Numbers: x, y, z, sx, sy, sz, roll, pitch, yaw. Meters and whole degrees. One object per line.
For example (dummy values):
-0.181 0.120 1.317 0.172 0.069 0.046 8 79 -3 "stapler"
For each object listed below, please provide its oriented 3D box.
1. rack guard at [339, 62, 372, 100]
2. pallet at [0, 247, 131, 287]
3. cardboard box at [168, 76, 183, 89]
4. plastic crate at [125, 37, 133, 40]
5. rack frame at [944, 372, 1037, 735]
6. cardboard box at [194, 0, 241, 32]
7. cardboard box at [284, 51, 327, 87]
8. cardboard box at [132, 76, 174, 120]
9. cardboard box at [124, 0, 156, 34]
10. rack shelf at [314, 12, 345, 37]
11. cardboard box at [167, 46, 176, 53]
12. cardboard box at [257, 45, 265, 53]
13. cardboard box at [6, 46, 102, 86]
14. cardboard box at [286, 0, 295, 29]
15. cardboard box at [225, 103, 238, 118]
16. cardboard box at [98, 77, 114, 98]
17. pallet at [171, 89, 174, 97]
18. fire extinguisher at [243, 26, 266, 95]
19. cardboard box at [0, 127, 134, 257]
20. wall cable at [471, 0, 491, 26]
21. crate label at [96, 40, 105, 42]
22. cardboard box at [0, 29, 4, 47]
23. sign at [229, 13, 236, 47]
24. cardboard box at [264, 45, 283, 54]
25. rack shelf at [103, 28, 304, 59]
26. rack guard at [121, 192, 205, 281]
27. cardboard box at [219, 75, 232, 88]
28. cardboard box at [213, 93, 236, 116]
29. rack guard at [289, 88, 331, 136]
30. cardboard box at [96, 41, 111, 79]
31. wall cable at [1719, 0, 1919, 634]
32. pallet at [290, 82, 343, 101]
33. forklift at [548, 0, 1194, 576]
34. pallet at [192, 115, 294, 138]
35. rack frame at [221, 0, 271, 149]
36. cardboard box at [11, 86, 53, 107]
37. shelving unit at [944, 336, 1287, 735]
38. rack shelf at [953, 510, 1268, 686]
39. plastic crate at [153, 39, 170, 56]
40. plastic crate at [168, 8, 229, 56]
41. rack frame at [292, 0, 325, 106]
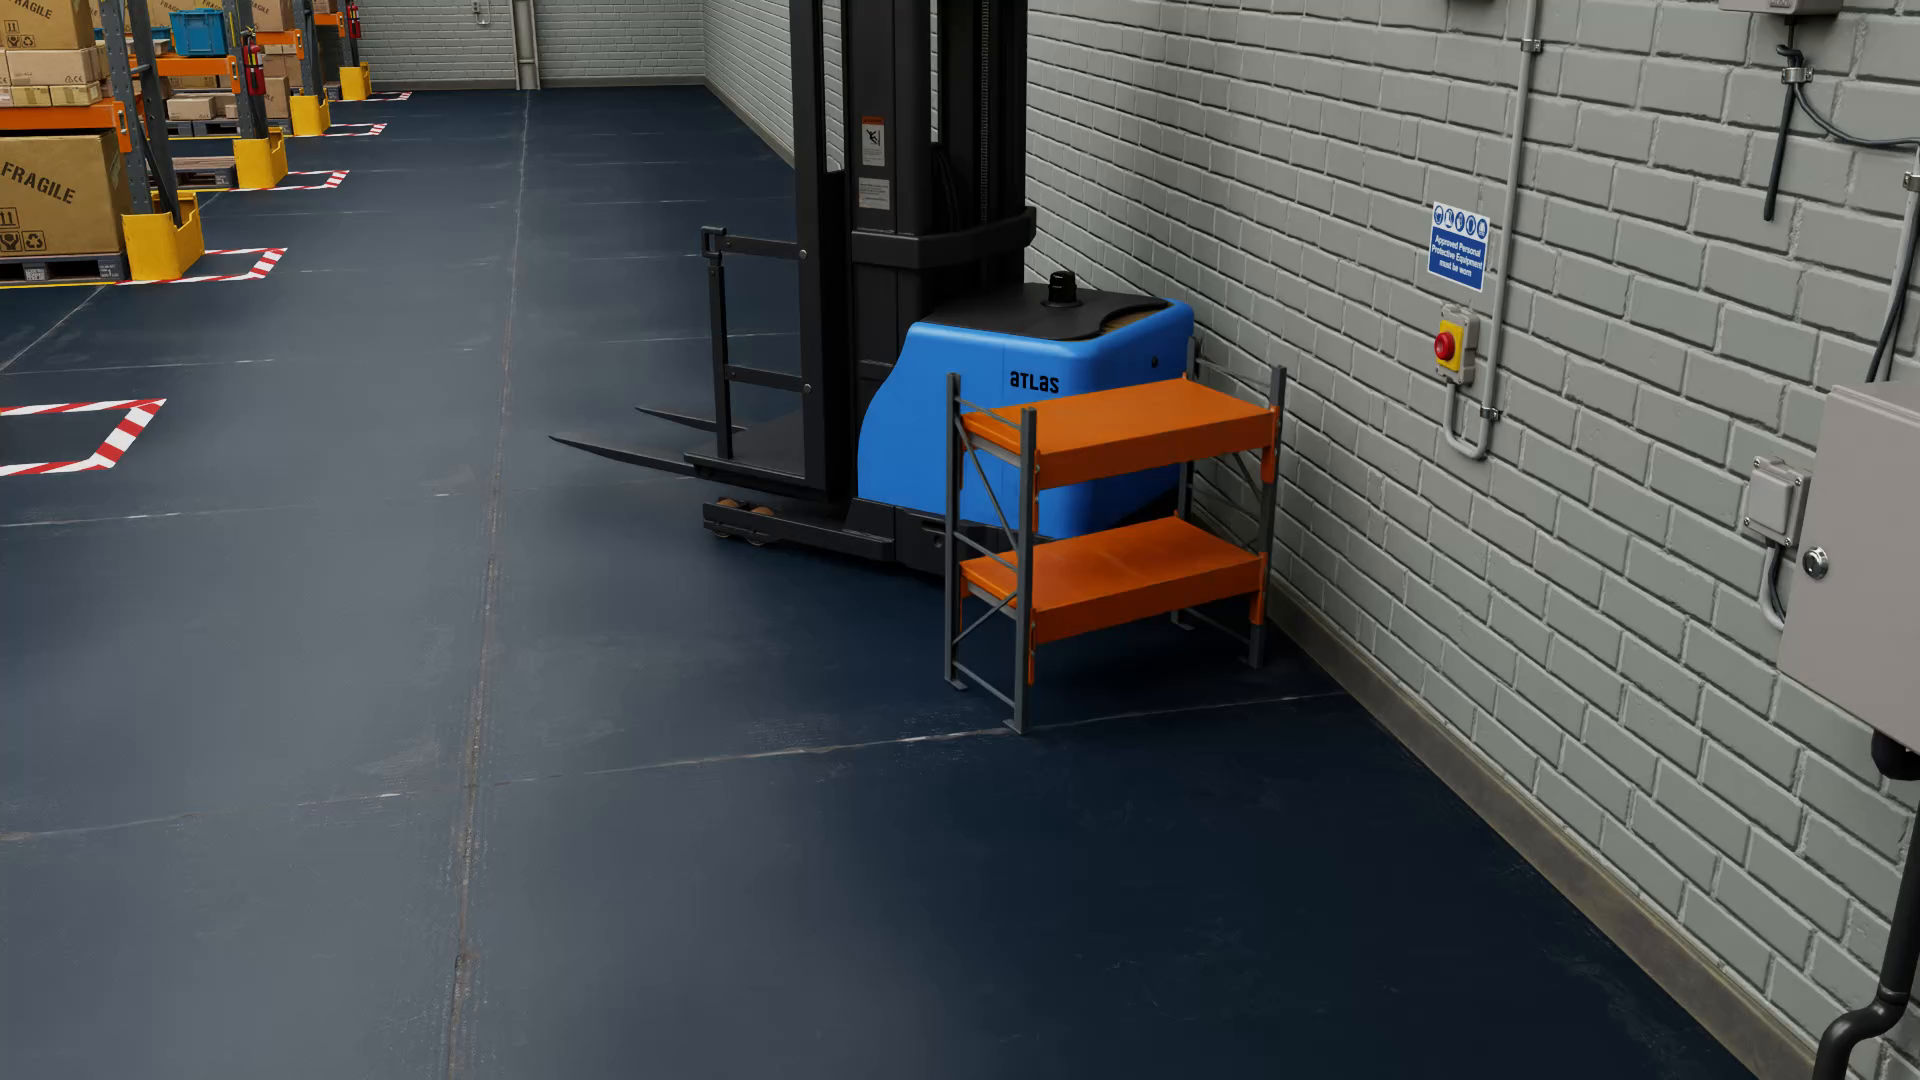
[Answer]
-9.726 -7.393 26.770 0.348 0.500 1.175 -5 21 -12 "rack guard"
-7.090 -2.192 12.991 1.213 0.211 1.003 -5 21 -12 "pallet"
-12.401 -7.335 26.002 0.500 0.500 0.700 -5 21 -13 "cardboard box"
-8.777 -5.192 17.424 0.298 0.136 0.250 -5 21 -12 "plastic crate"
0.092 0.045 5.540 0.032 1.125 0.500 -12 24 -29 "rack frame"
-9.483 -6.785 21.331 0.500 0.500 0.500 -4 21 -12 "cardboard box"
-10.407 -7.499 26.450 0.500 0.500 0.700 -5 21 -12 "cardboard box"
-10.671 -5.775 21.709 0.637 0.503 0.797 -5 21 -12 "cardboard box"
-10.460 -6.708 21.119 0.500 0.500 0.500 -5 21 -13 "cardboard box"
-11.696 -8.069 26.026 4.000 0.370 1.077 -5 21 -12 "rack shelf"
-12.309 -7.720 26.108 0.250 0.149 0.380 -5 21 -14 "cardboard box"
-11.068 -7.821 26.384 0.250 0.149 0.380 -4 21 -12 "cardboard box"
-6.740 -3.533 12.383 0.500 0.250 0.500 -5 21 -13 "cardboard box"
-9.098 -7.007 21.937 0.500 0.500 0.500 -4 21 -11 "cardboard box"
-9.493 -5.656 21.873 0.250 0.166 0.380 -5 21 -12 "cardboard box"
-6.751 -3.555 13.024 0.250 0.149 0.380 -4 21 -12 "cardboard box"
-12.884 -6.973 26.043 1.213 0.211 1.003 -5 21 -12 "pallet"
-7.218 -4.897 16.977 0.183 0.674 0.296 -5 21 -12 "fire extinguisher"
-6.934 -2.713 12.838 0.875 0.875 0.875 -5 21 -12 "cardboard box"
-8.721 -9.460 27.301 1.851 1.984 0.084 -5 21 -12 "wall cable"
-8.772 -4.979 16.843 0.243 0.136 0.396 -5 21 -12 "crate label"
-7.346 -4.025 12.637 0.500 0.500 0.500 -5 21 -14 "cardboard box"
-7.327 -5.142 16.755 0.005 0.325 0.100 -5 21 -12 "sign"
-10.739 -7.712 26.088 0.250 0.149 0.380 -4 21 -11 "cardboard box"
-10.552 -6.411 21.501 4.000 0.370 1.077 -5 21 -12 "rack shelf"
-6.306 -2.419 13.191 0.348 0.500 1.175 -5 21 -12 "rack guard"
-11.384 -7.420 26.232 0.500 0.500 0.700 -5 21 -14 "cardboard box"
-9.687 -5.835 22.240 0.500 0.250 0.500 -5 21 -12 "cardboard box"
-8.680 -5.727 22.223 0.348 0.500 1.175 -5 21 -12 "rack guard"
-6.859 -3.712 12.874 0.500 0.250 0.500 -5 21 -14 "cardboard box"
1.770 -0.731 3.472 0.122 1.984 0.588 -5 21 -12 "wall cable"
-10.509 -7.166 26.570 1.213 0.211 1.003 -5 21 -12 "pallet"
-0.534 -1.492 7.125 3.031 2.935 1.130 12 23 30 "forklift"
-9.455 -5.528 22.099 1.213 0.211 1.003 -5 21 -12 "pallet"
-7.470 -5.249 17.282 0.127 3.000 1.000 -5 21 -12 "rack frame"
-6.853 -3.313 12.364 0.250 0.149 0.380 -4 21 -12 "cardboard box"
0.527 -0.045 5.786 1.048 1.125 0.538 -12 24 -29 "shelving unit"
0.525 0.183 5.874 1.000 0.278 0.538 -12 24 -29 "rack shelf"
-8.221 -5.028 16.975 0.243 0.136 0.396 -5 21 -12 "plastic crate"
-7.752 -5.204 17.022 0.499 0.435 0.616 -5 21 -12 "plastic crate"
-8.606 -6.907 21.809 0.127 3.000 1.000 -5 21 -12 "rack frame"
